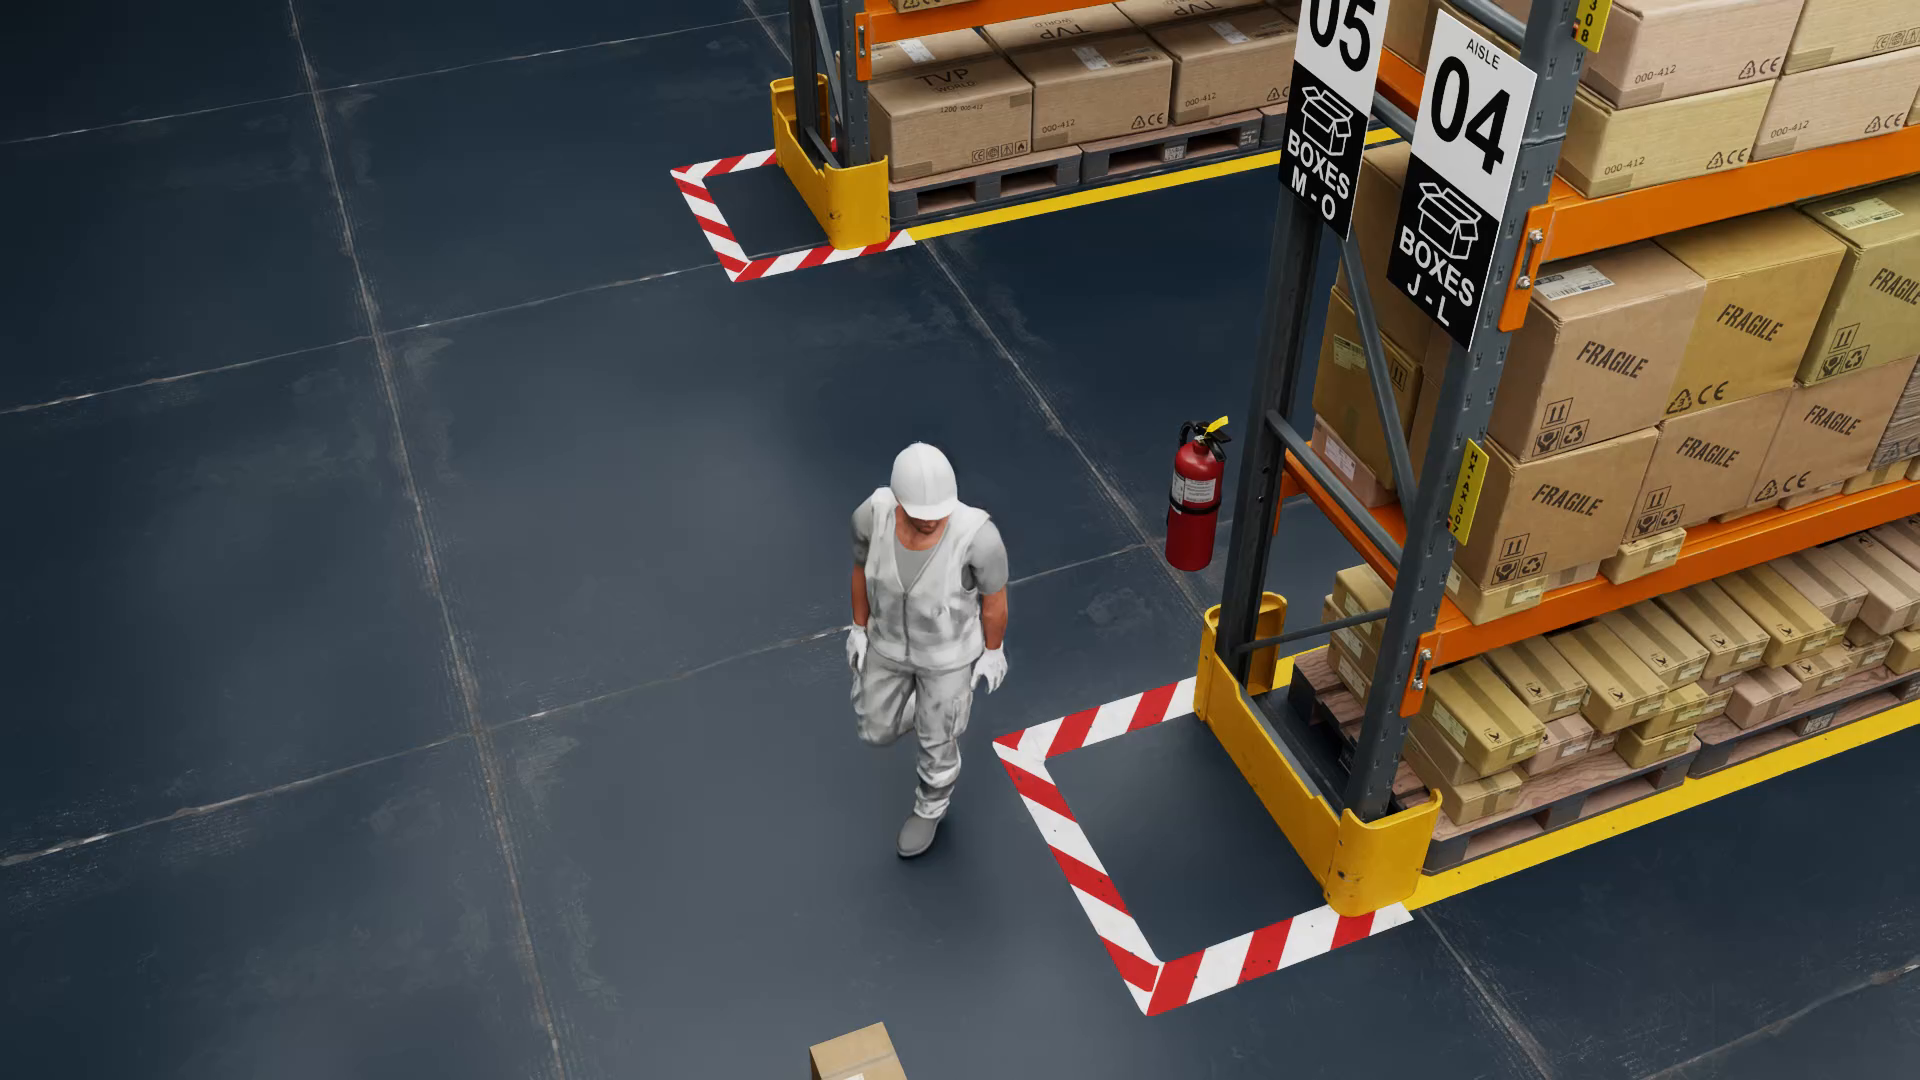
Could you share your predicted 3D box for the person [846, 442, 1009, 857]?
[{"bbox_3d":[-0.099,0.329,5.736,0.562,1.778,0.596,15,44,16],"label":"person"}]
